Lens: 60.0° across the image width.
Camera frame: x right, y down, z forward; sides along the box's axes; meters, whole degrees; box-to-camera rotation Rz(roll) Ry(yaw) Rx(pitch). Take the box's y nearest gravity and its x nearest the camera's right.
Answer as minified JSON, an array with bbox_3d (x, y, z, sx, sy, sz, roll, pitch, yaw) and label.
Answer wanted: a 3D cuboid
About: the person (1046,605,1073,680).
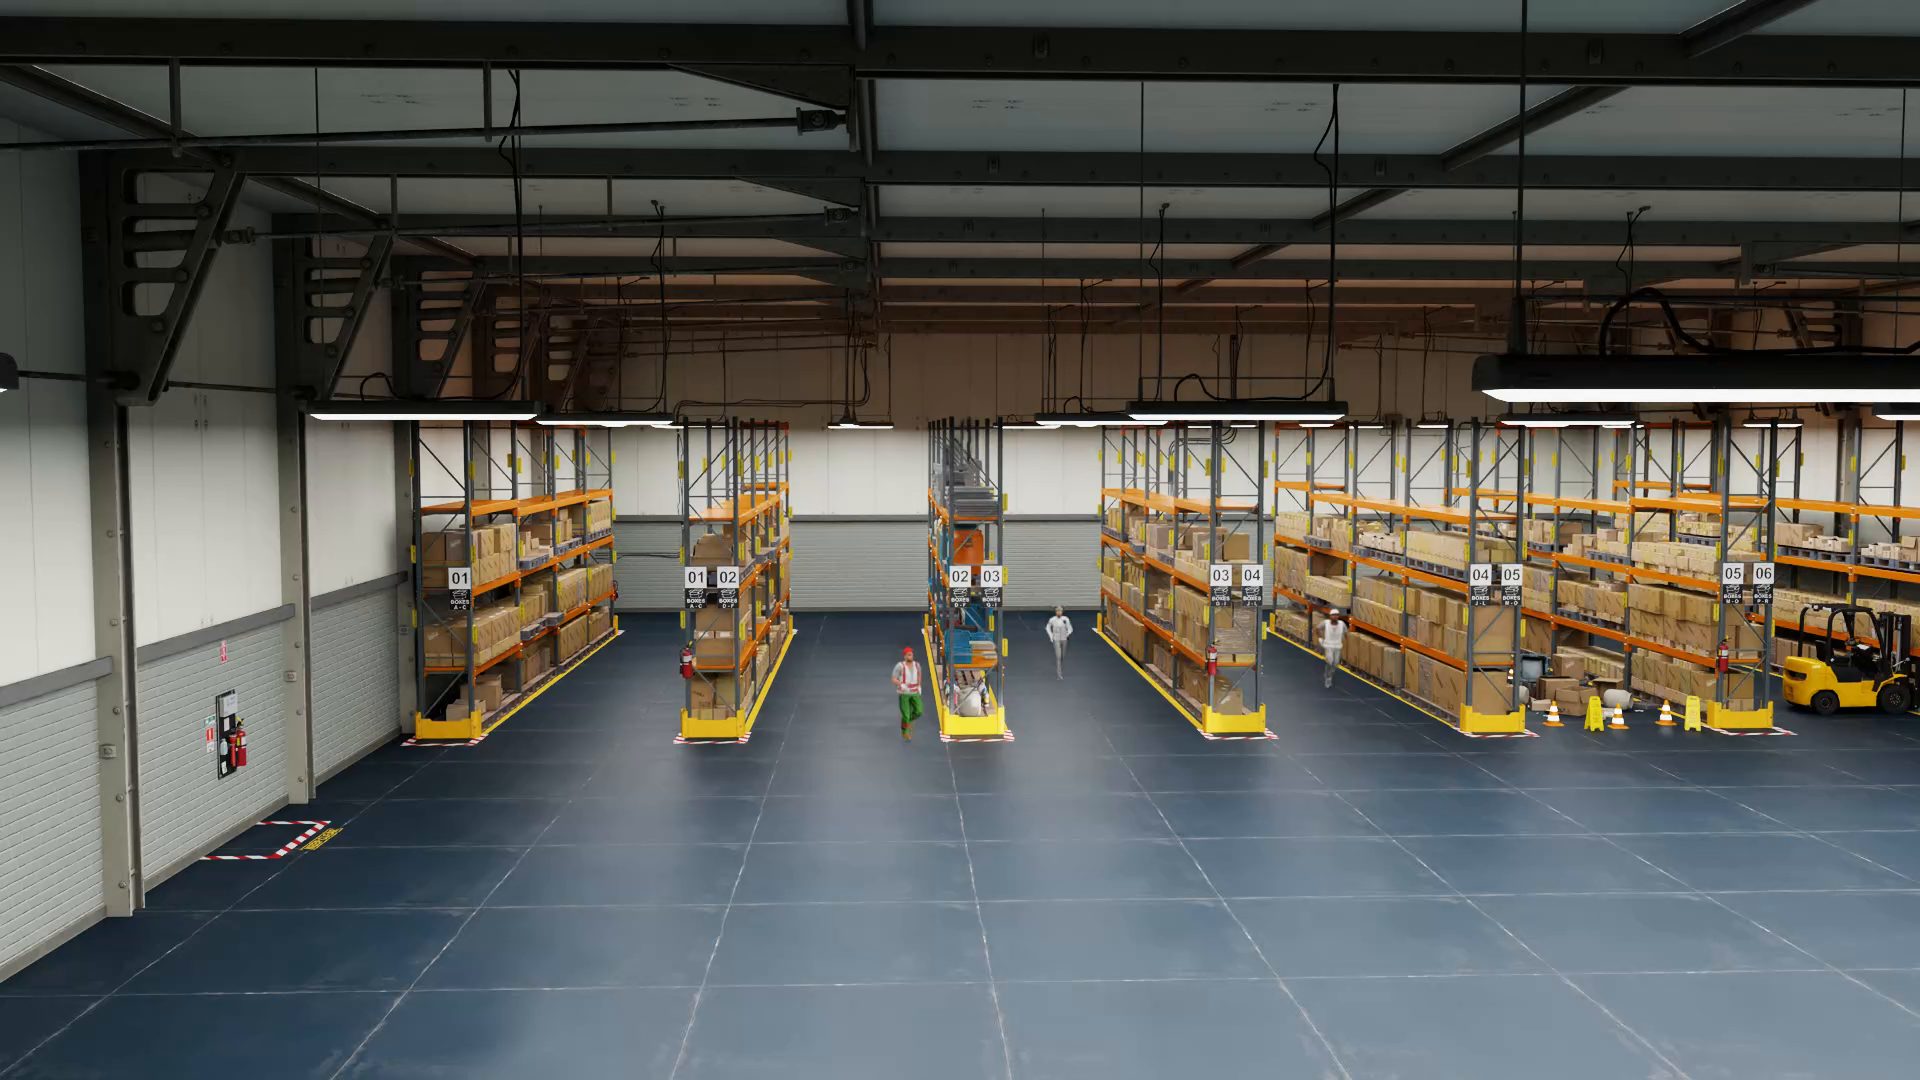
[{"bbox_3d":[2.316,2.345,38.647,0.608,1.700,0.833,0,4,-6],"label":"person"}]

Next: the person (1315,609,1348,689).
[{"bbox_3d":[8.328,2.420,37.122,0.665,1.776,0.755,0,4,-6],"label":"person"}]

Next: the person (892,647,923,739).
[{"bbox_3d":[-0.930,2.851,30.892,0.671,1.727,0.589,-2,4,-28],"label":"person"}]

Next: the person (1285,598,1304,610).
[{"bbox_3d":[9.909,1.725,49.048,0.832,1.667,0.726,1,4,19],"label":"person"}]
